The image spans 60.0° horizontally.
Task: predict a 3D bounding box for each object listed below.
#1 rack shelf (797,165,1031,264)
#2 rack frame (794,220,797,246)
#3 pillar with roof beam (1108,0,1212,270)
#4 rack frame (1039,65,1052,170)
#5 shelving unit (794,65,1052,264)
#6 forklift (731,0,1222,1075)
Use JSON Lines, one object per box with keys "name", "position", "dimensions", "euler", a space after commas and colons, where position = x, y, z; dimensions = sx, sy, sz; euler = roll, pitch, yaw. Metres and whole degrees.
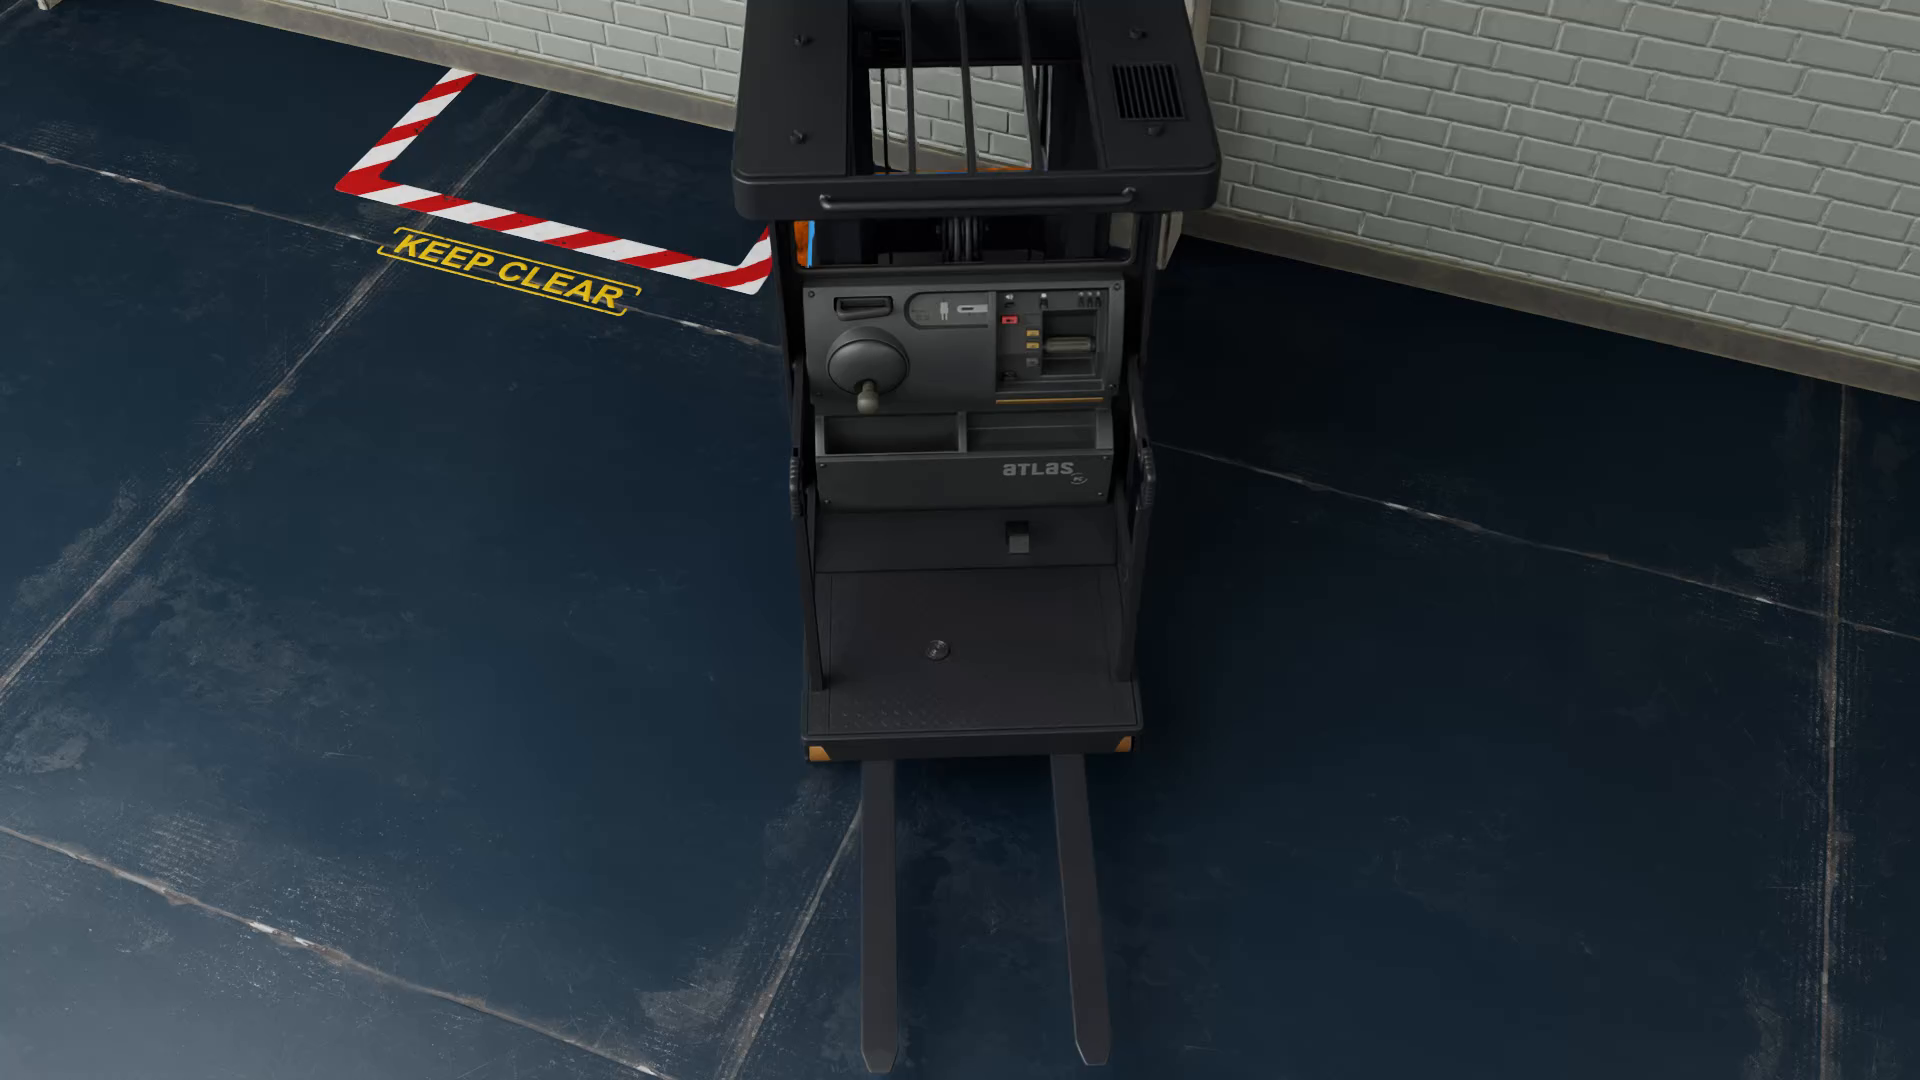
{"name": "rack shelf", "position": [-0.164, -1.244, 6.573], "dimensions": [1.000, 0.185, 0.538], "euler": [-3, 49, -3]}
{"name": "rack frame", "position": [-0.670, -1.333, 6.412], "dimensions": [0.032, 1.500, 0.500], "euler": [-3, 49, -3]}
{"name": "pillar with roof beam", "position": [-0.732, -1.236, 1.366], "dimensions": [0.400, 9.000, 9.100], "euler": [16, 51, 13]}
{"name": "rack frame", "position": [0.343, -1.390, 6.462], "dimensions": [0.032, 1.500, 0.500], "euler": [-3, 49, -3]}
{"name": "shelving unit", "position": [-0.154, -1.362, 6.438], "dimensions": [1.083, 1.500, 0.587], "euler": [-3, 49, -3]}
{"name": "forklift", "position": [0.024, -0.471, 4.719], "dimensions": [1.130, 2.935, 3.031], "euler": [-2, 49, -1]}
